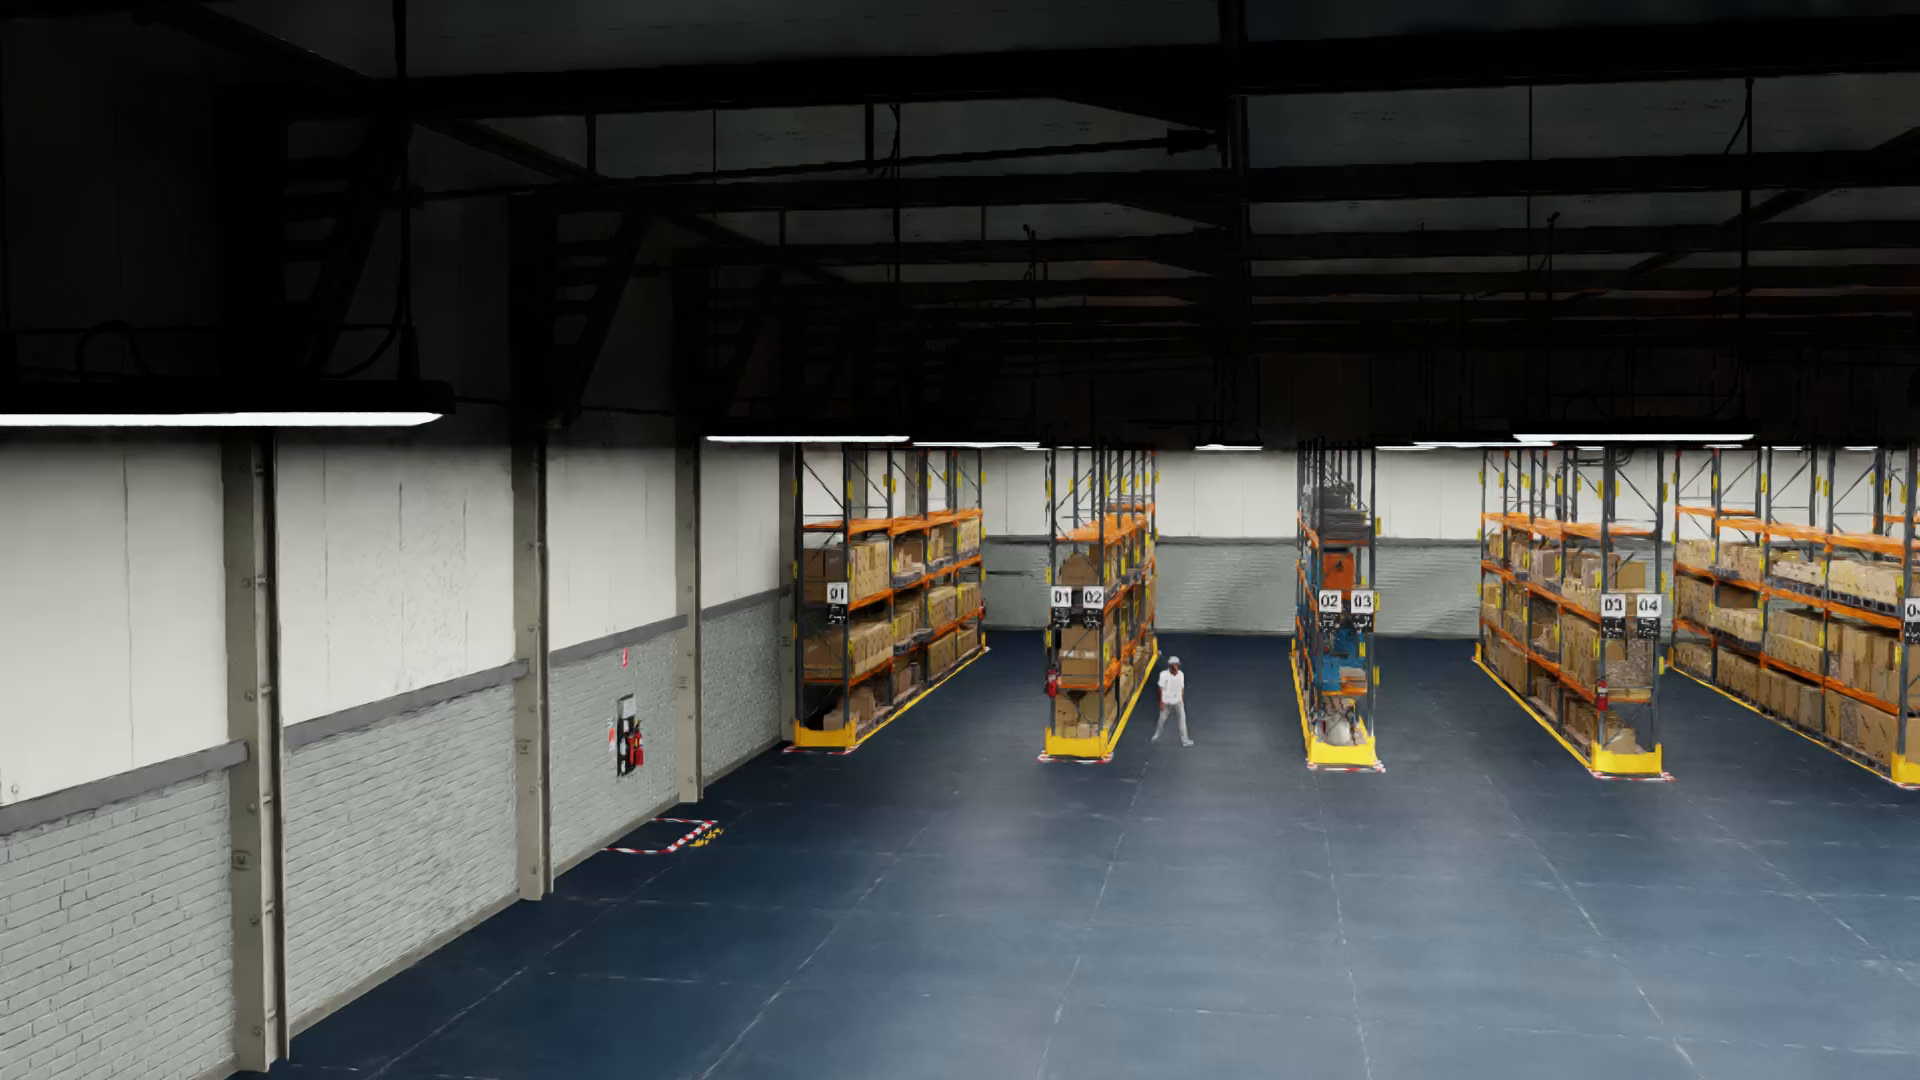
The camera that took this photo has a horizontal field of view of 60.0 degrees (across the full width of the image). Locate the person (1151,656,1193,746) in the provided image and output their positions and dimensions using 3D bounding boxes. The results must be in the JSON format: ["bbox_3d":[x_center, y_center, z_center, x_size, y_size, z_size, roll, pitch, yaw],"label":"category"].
[{"bbox_3d":[4.133,3.136,32.517,0.596,1.739,0.938,-1,3,-16],"label":"person"}]

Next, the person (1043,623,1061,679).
[{"bbox_3d":[2.356,2.679,41.767,0.543,1.648,1.115,1,3,13],"label":"person"}]
